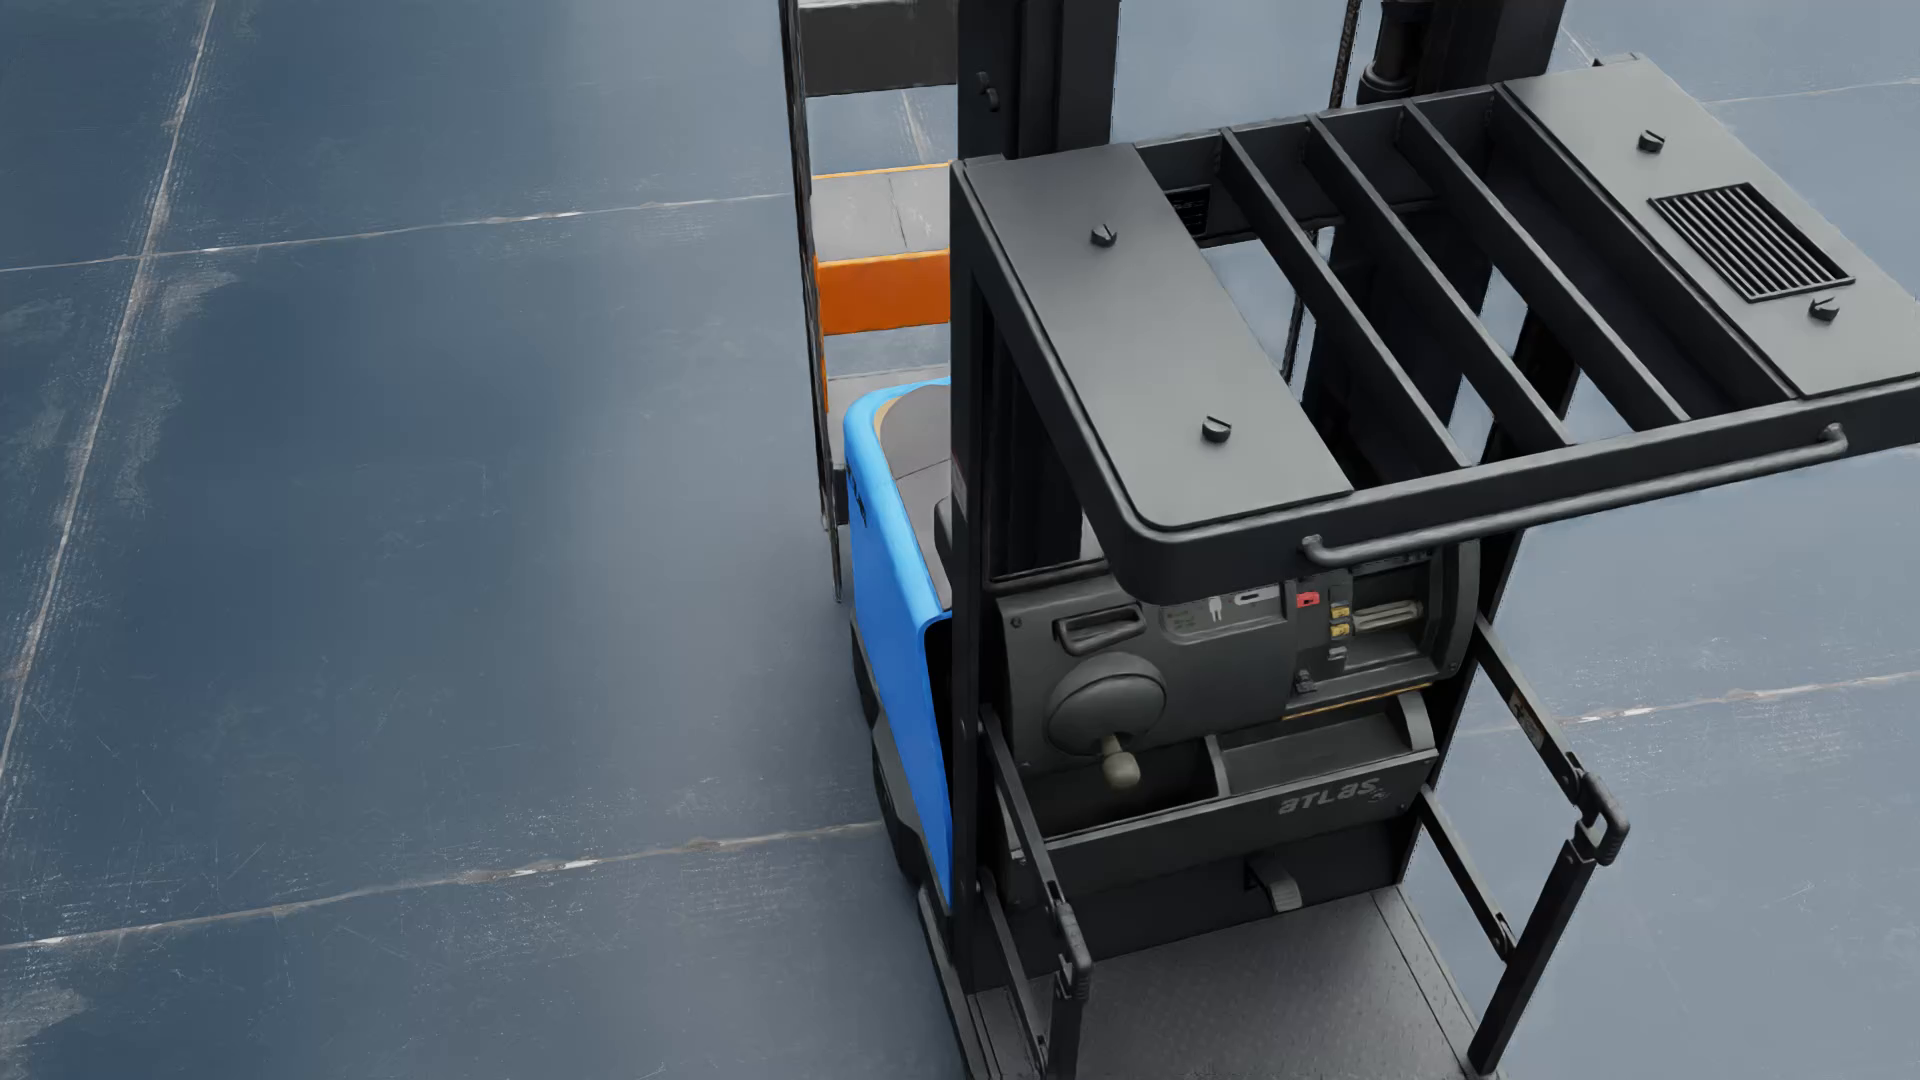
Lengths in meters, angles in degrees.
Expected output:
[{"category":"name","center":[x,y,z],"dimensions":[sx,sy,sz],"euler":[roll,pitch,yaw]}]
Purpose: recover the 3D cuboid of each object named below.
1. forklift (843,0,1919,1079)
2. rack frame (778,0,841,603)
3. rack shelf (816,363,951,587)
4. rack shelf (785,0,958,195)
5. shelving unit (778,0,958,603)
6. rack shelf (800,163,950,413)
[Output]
[{"category":"forklift","center":[0.590,0.295,2.931],"dimensions":[1.130,2.935,3.031],"euler":[-12,47,-11]},{"category":"rack frame","center":[-0.404,-0.678,4.445],"dimensions":[0.015,2.100,0.400],"euler":[-7,46,-7]},{"category":"rack shelf","center":[-0.163,-0.213,4.988],"dimensions":[0.480,0.518,0.431],"euler":[-7,46,-7]},{"category":"rack shelf","center":[-0.163,-1.184,3.980],"dimensions":[0.480,0.518,0.431],"euler":[-7,46,-7]},{"category":"shelving unit","center":[-0.163,-0.708,4.474],"dimensions":[0.503,2.100,0.431],"euler":[-7,46,-7]},{"category":"rack shelf","center":[-0.163,-0.699,4.484],"dimensions":[0.480,0.518,0.431],"euler":[-7,46,-7]}]
